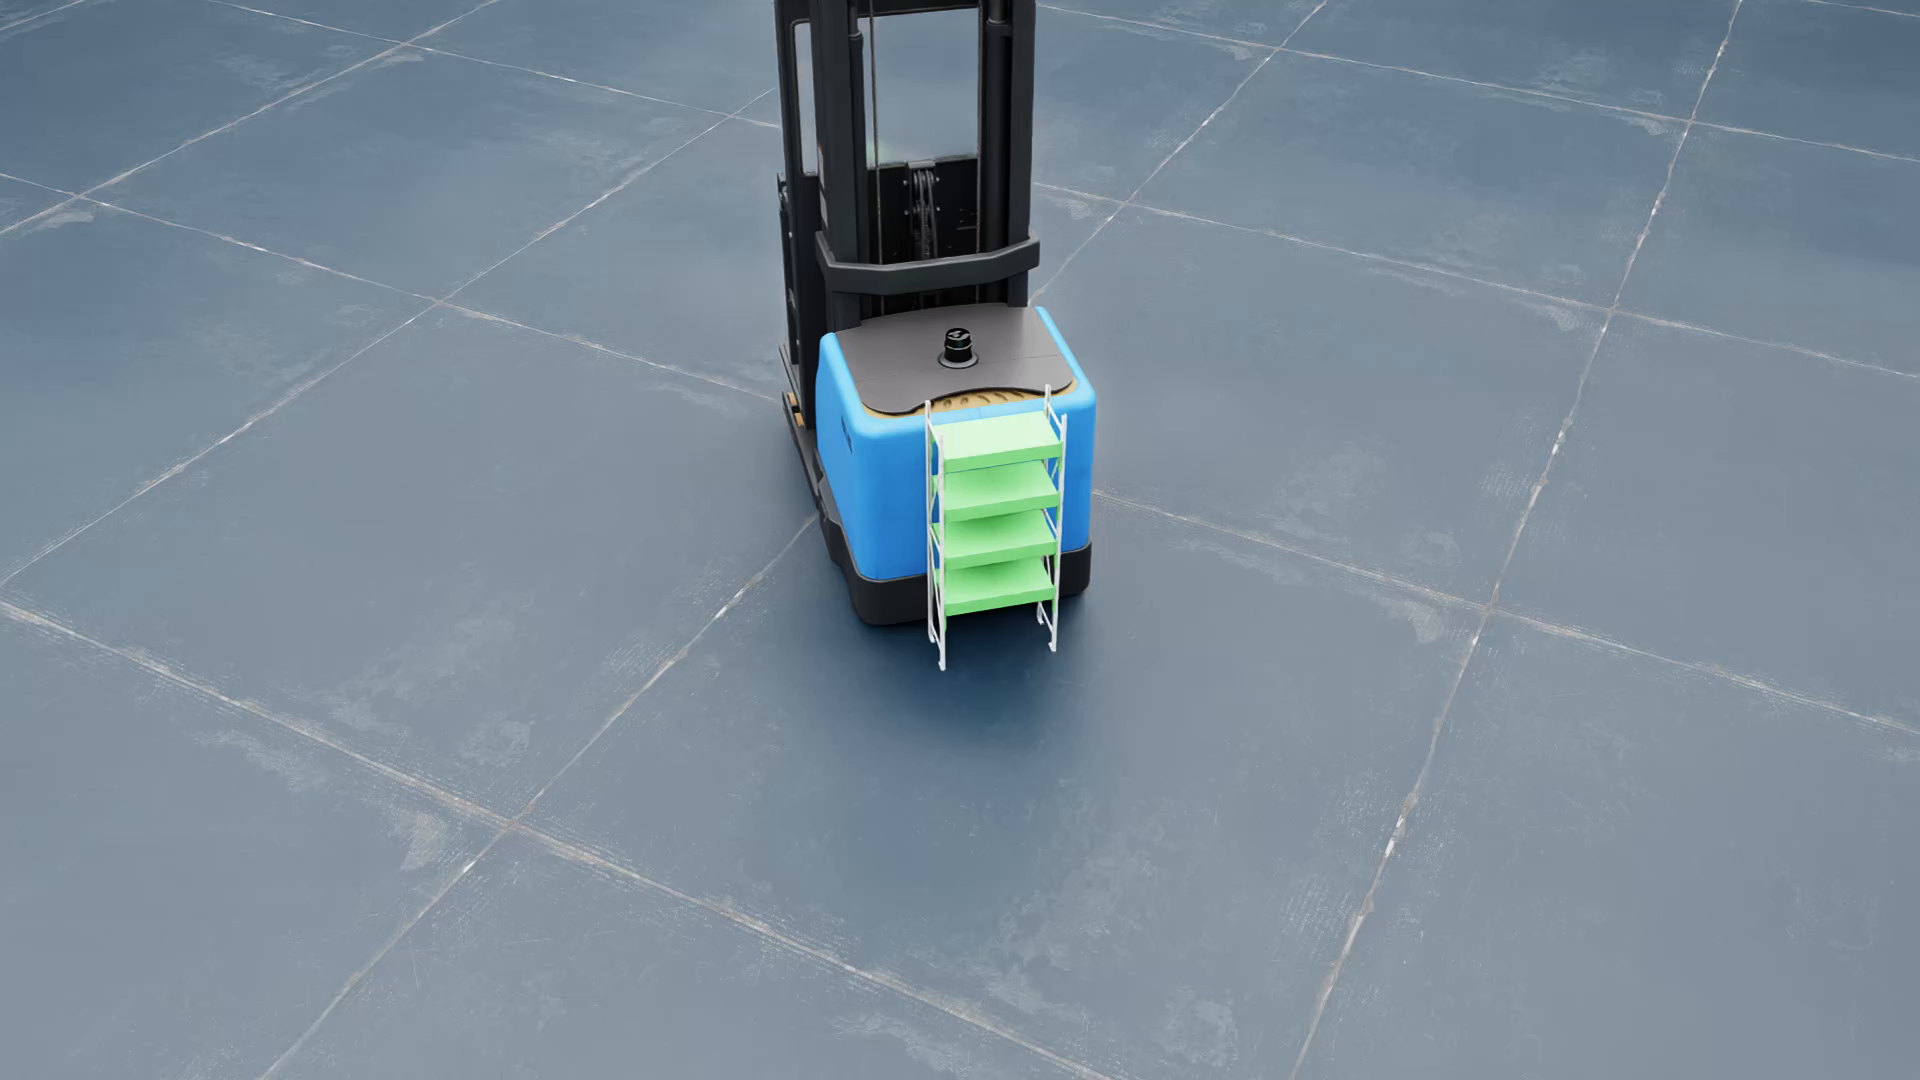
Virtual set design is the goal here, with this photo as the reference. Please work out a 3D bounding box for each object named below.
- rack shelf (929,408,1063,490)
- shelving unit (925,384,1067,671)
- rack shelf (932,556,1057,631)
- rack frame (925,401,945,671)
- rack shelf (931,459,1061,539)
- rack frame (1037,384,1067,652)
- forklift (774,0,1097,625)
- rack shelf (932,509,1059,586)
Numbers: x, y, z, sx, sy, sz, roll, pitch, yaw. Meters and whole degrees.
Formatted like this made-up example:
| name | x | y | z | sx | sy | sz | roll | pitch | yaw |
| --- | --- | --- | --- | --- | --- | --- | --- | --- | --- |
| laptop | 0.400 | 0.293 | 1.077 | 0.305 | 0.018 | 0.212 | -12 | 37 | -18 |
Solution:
| name | x | y | z | sx | sy | sz | roll | pitch | yaw |
| --- | --- | --- | --- | --- | --- | --- | --- | --- | --- |
| rack shelf | 0.138 | -0.361 | 6.544 | 0.480 | 0.148 | 0.258 | -9 | 38 | -11 |
| shelving unit | 0.138 | -0.031 | 6.797 | 0.503 | 1.200 | 0.258 | -9 | 38 | -11 |
| rack shelf | 0.137 | 0.210 | 6.982 | 0.480 | 0.148 | 0.258 | -9 | 38 | -11 |
| rack frame | -0.099 | 0.005 | 6.749 | 0.015 | 1.200 | 0.240 | -9 | 38 | -11 |
| rack shelf | 0.138 | -0.171 | 6.690 | 0.480 | 0.148 | 0.258 | -9 | 38 | -11 |
| rack frame | 0.374 | -0.067 | 6.845 | 0.015 | 1.200 | 0.240 | -9 | 38 | -11 |
| forklift | -0.284 | -1.694 | 7.557 | 1.130 | 2.935 | 3.031 | -9 | 38 | -11 |
| rack shelf | 0.137 | 0.020 | 6.836 | 0.480 | 0.148 | 0.258 | -9 | 38 | -11 |
